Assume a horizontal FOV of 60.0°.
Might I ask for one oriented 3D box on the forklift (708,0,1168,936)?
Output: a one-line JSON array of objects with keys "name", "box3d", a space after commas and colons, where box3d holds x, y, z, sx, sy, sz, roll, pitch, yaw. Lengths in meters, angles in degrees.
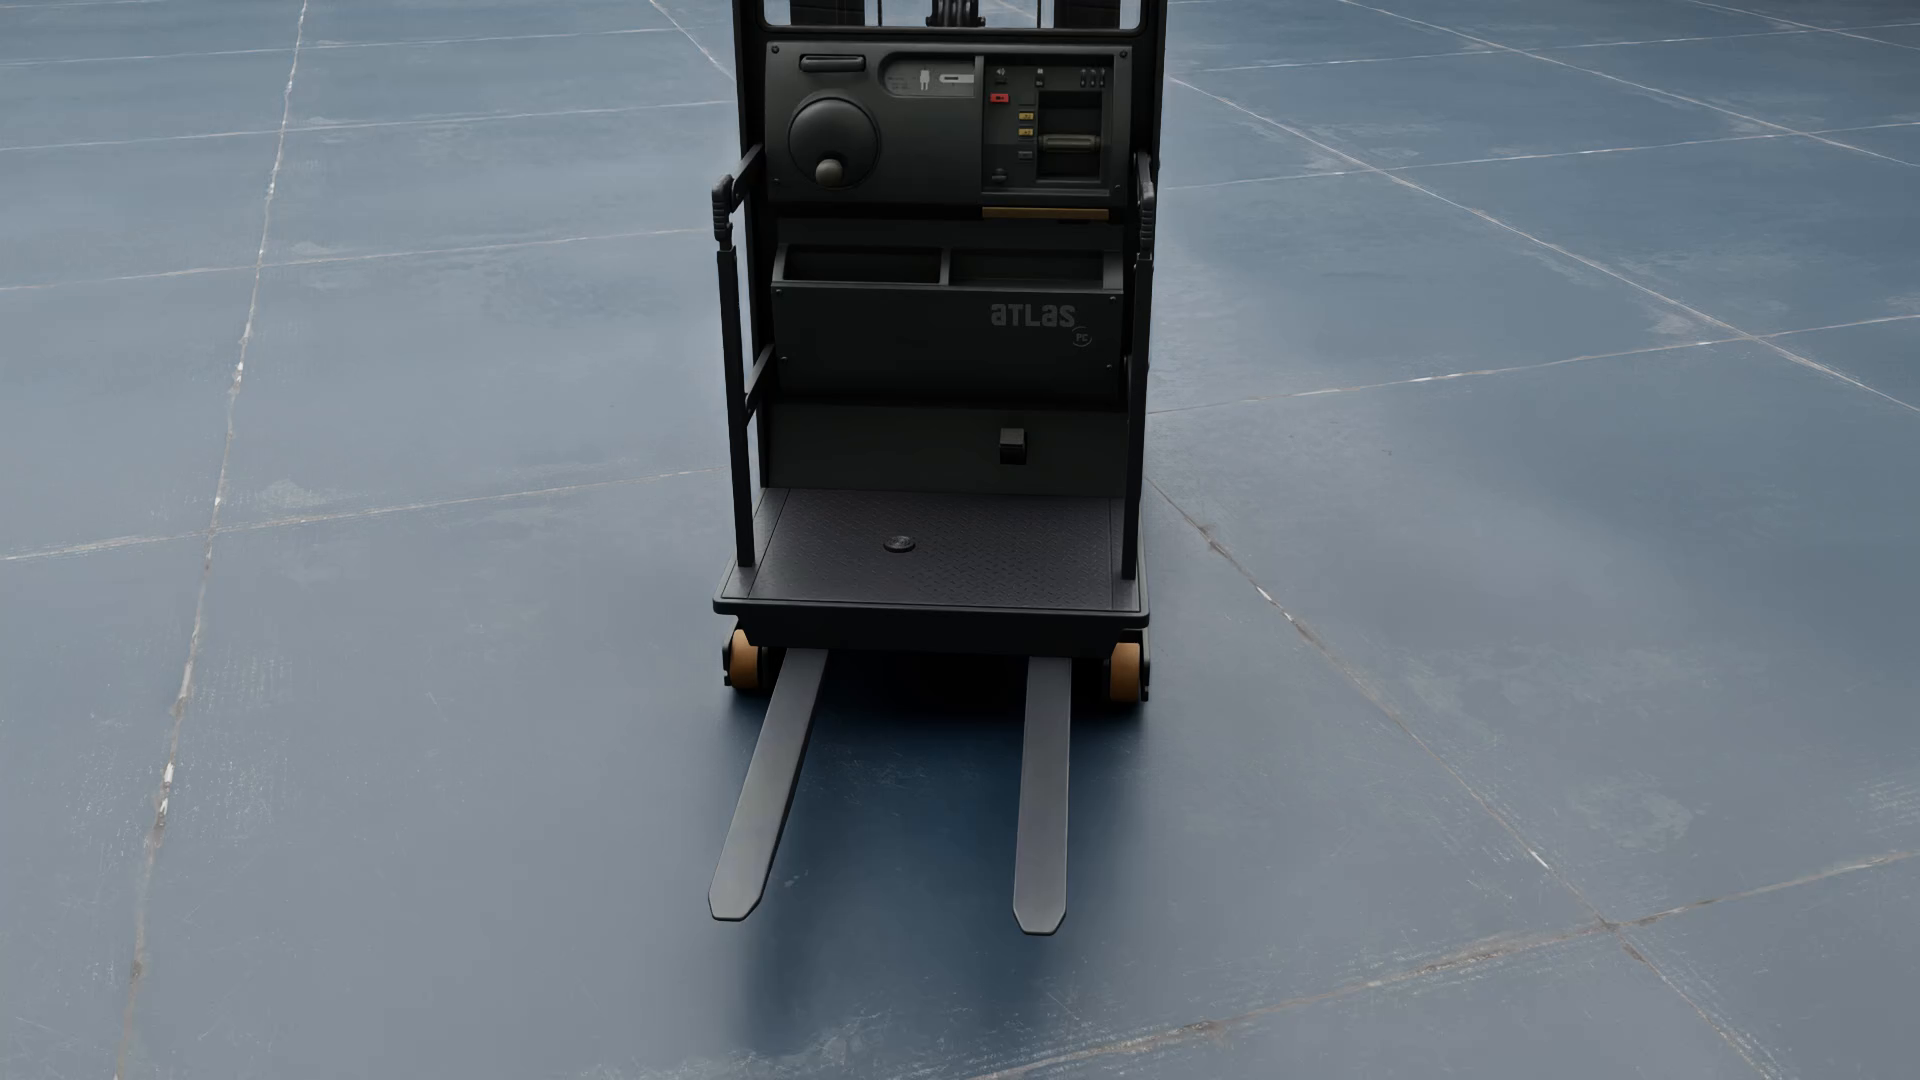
[{"name": "forklift", "box3d": [-0.045, -1.033, 4.035, 1.130, 2.935, 3.031, 2, 26, 4]}]
